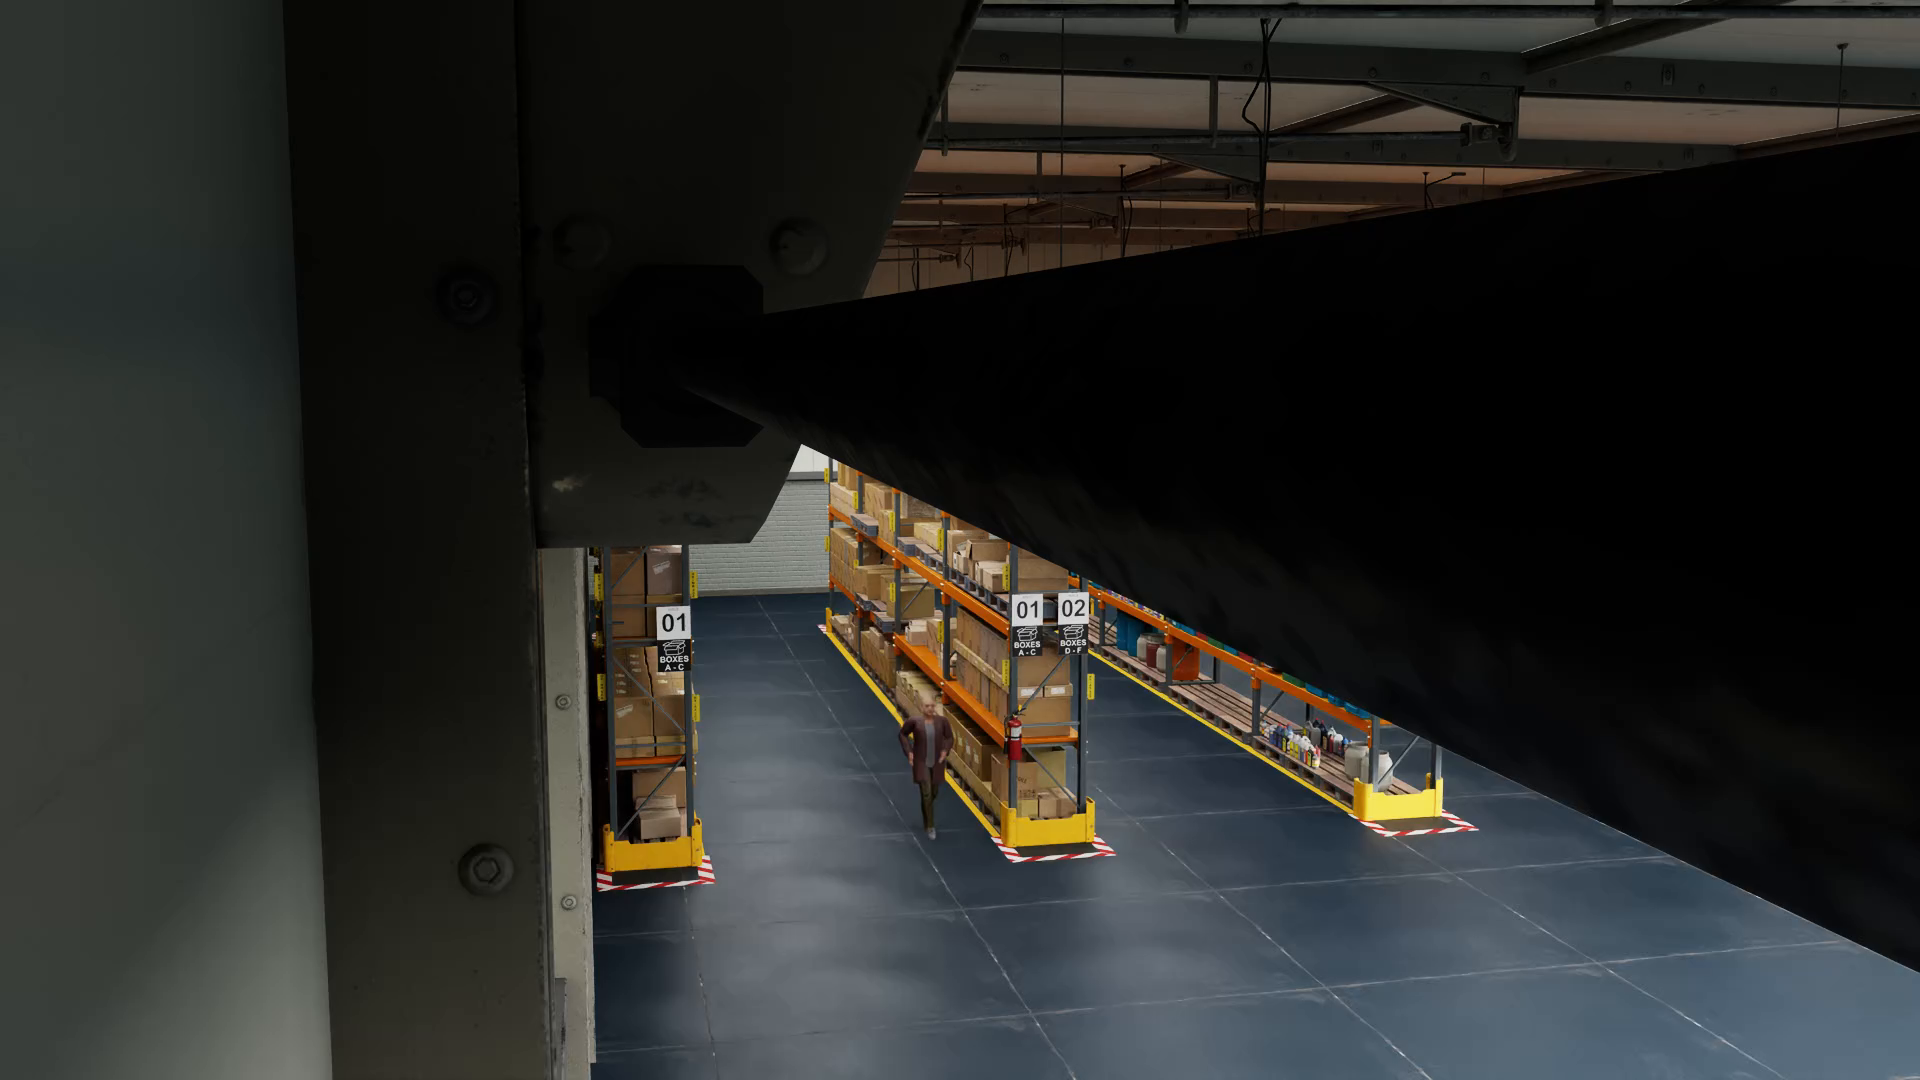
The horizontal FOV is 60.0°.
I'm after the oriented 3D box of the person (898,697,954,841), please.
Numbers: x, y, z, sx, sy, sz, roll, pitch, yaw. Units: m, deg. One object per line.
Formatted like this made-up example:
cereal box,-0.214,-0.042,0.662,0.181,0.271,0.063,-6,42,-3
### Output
person,-0.430,2.909,21.582,0.713,1.794,0.936,-2,7,-14
